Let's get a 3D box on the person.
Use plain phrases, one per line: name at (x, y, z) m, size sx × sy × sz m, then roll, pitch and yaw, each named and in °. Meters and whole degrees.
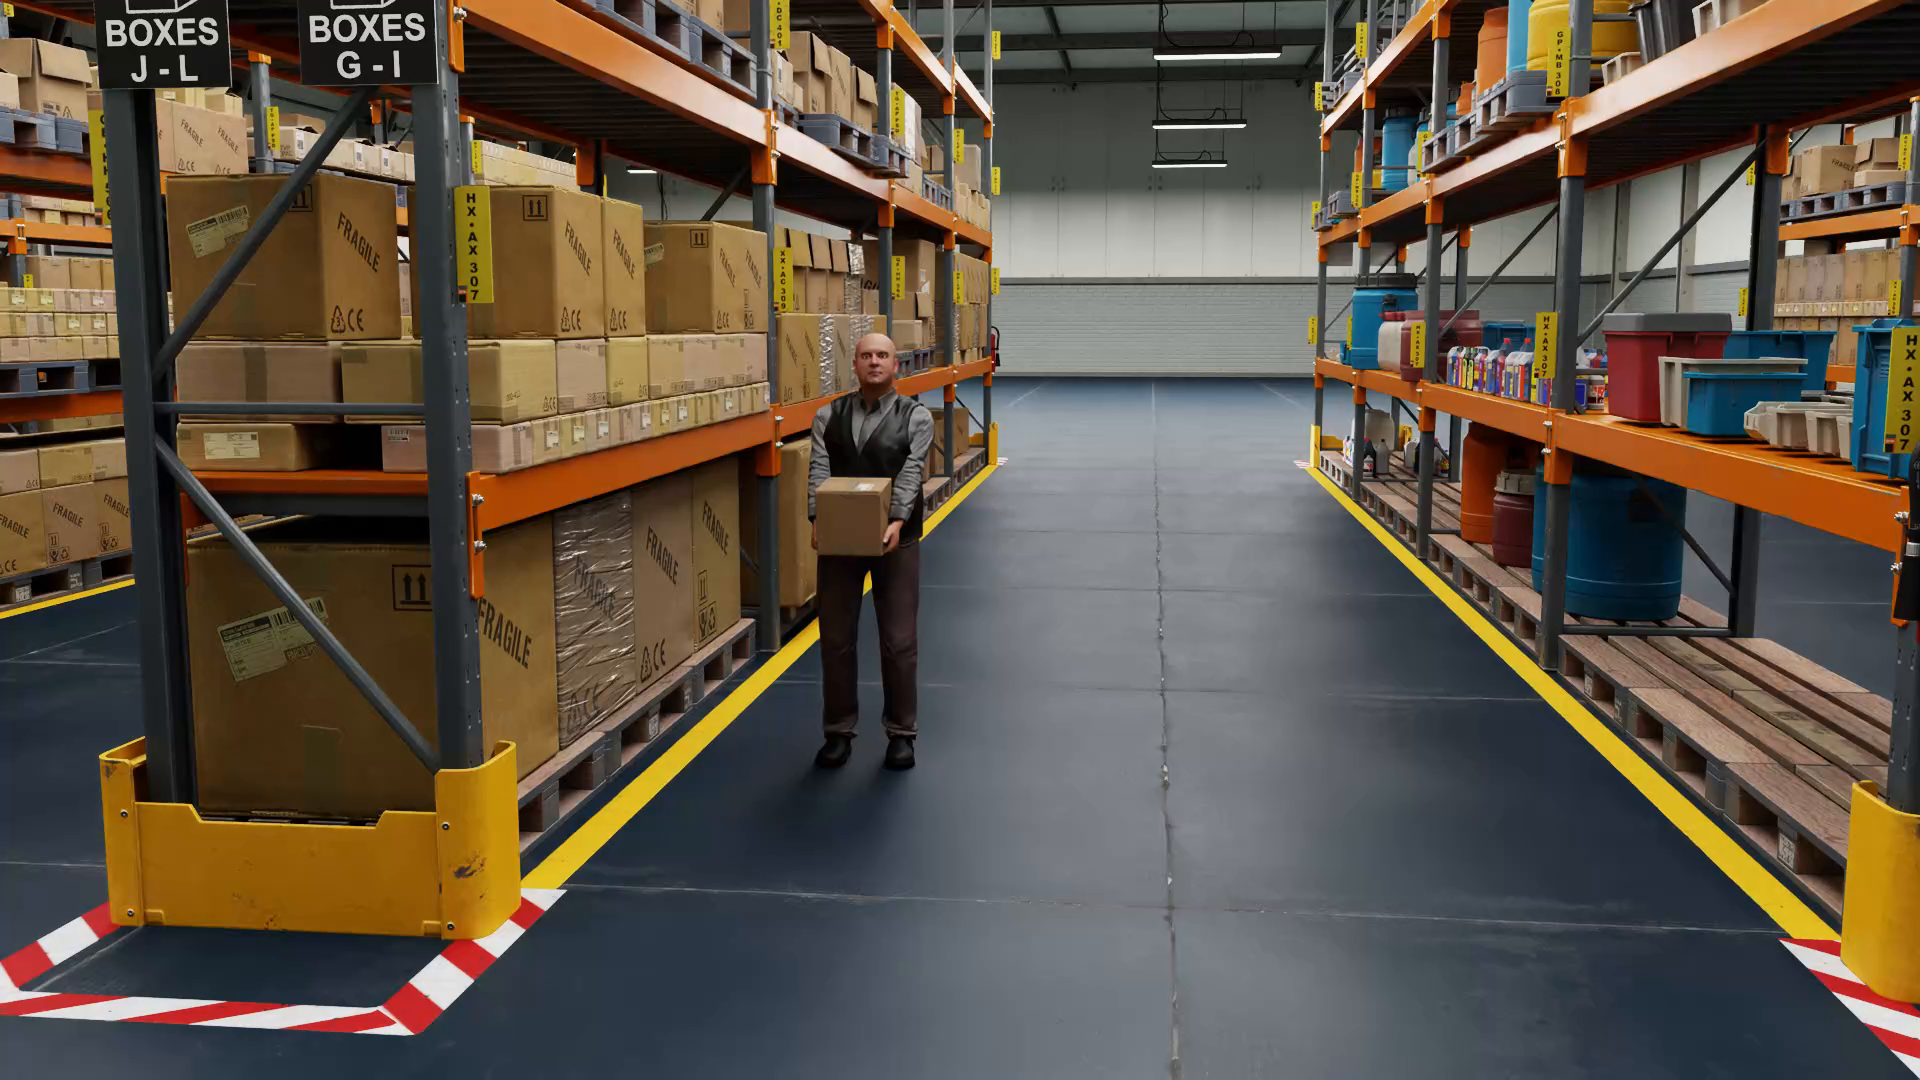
person at (-0.361, 0.048, 6.554) m, size 0.494 × 1.711 × 0.559 m, roll 1°, pitch 8°, yaw 7°
